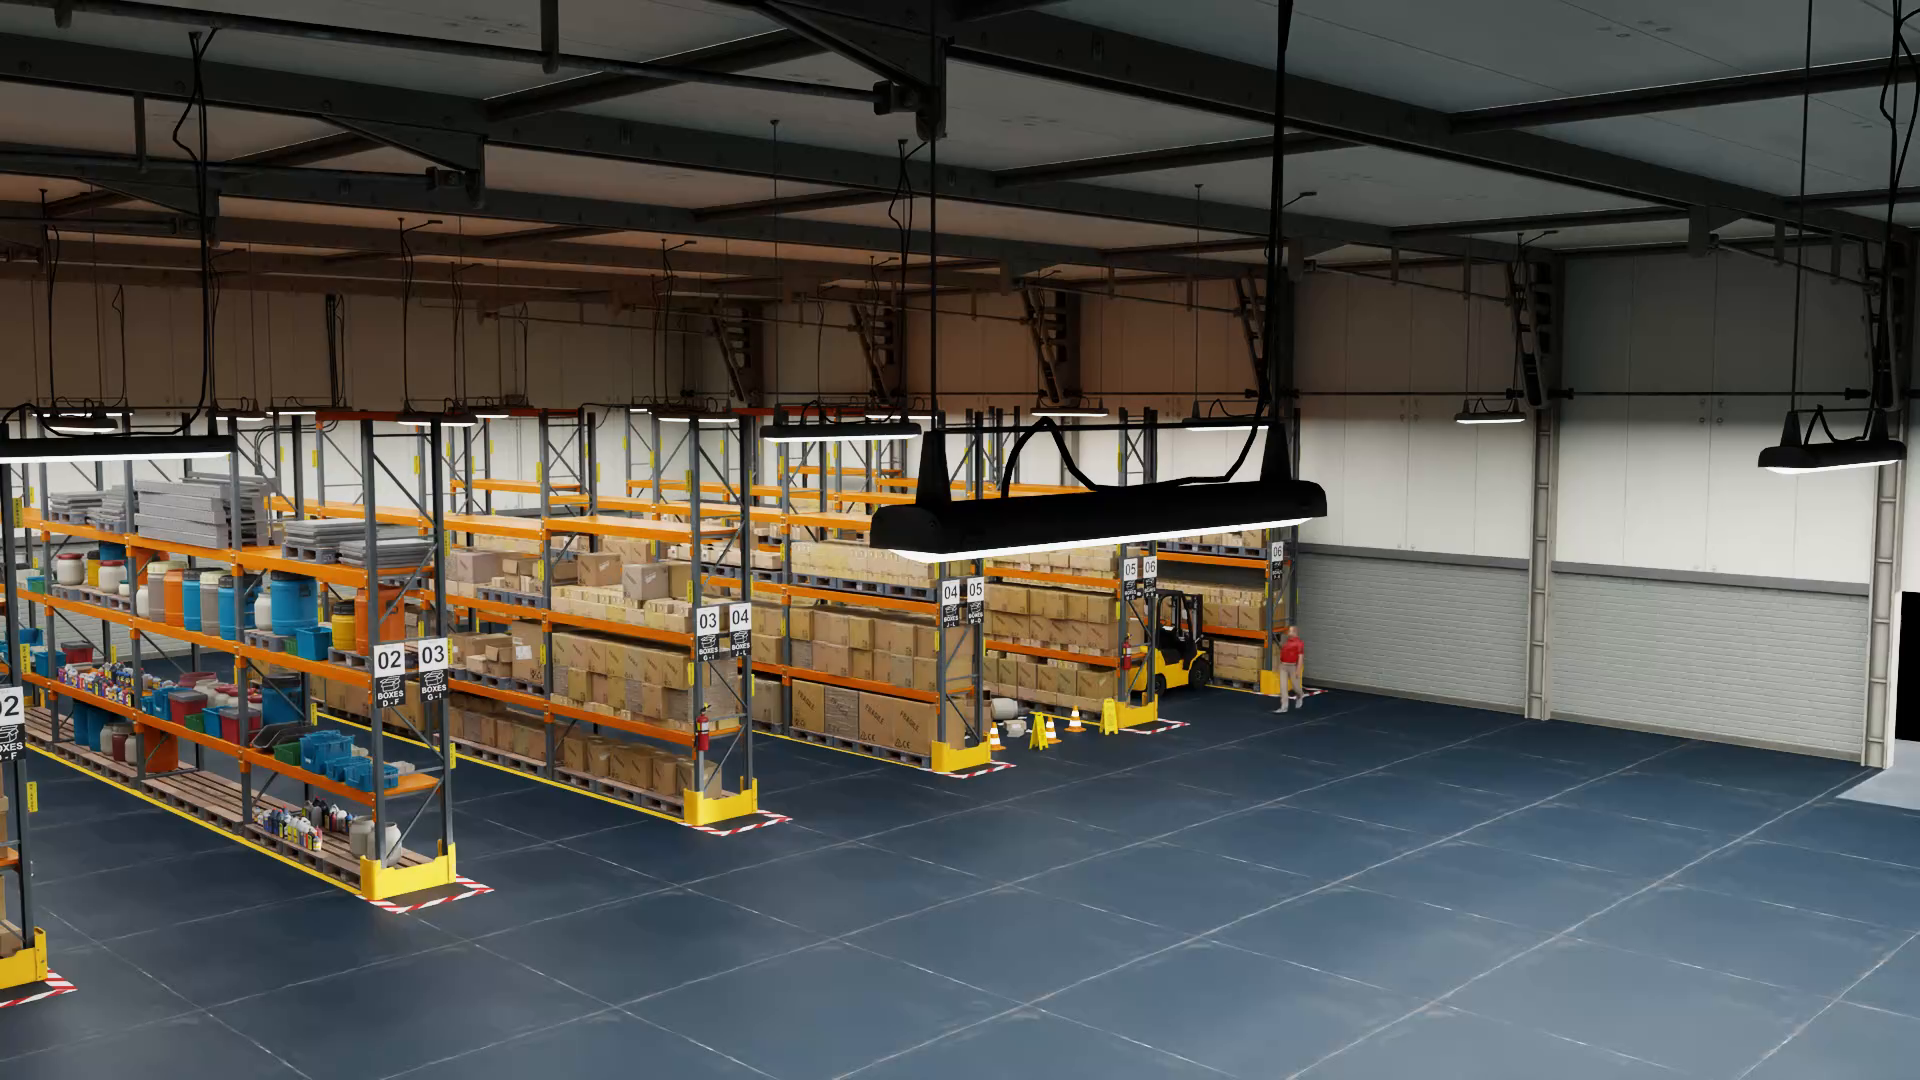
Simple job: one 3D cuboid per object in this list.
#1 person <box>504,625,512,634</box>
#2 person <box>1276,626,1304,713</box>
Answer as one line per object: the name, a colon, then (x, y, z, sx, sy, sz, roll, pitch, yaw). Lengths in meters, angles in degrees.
person: (-11.726, 1.591, 43.723, 0.681, 1.726, 0.898, 1, 5, 15)
person: (6.578, 2.550, 32.965, 0.517, 1.705, 0.704, 3, 6, 27)
